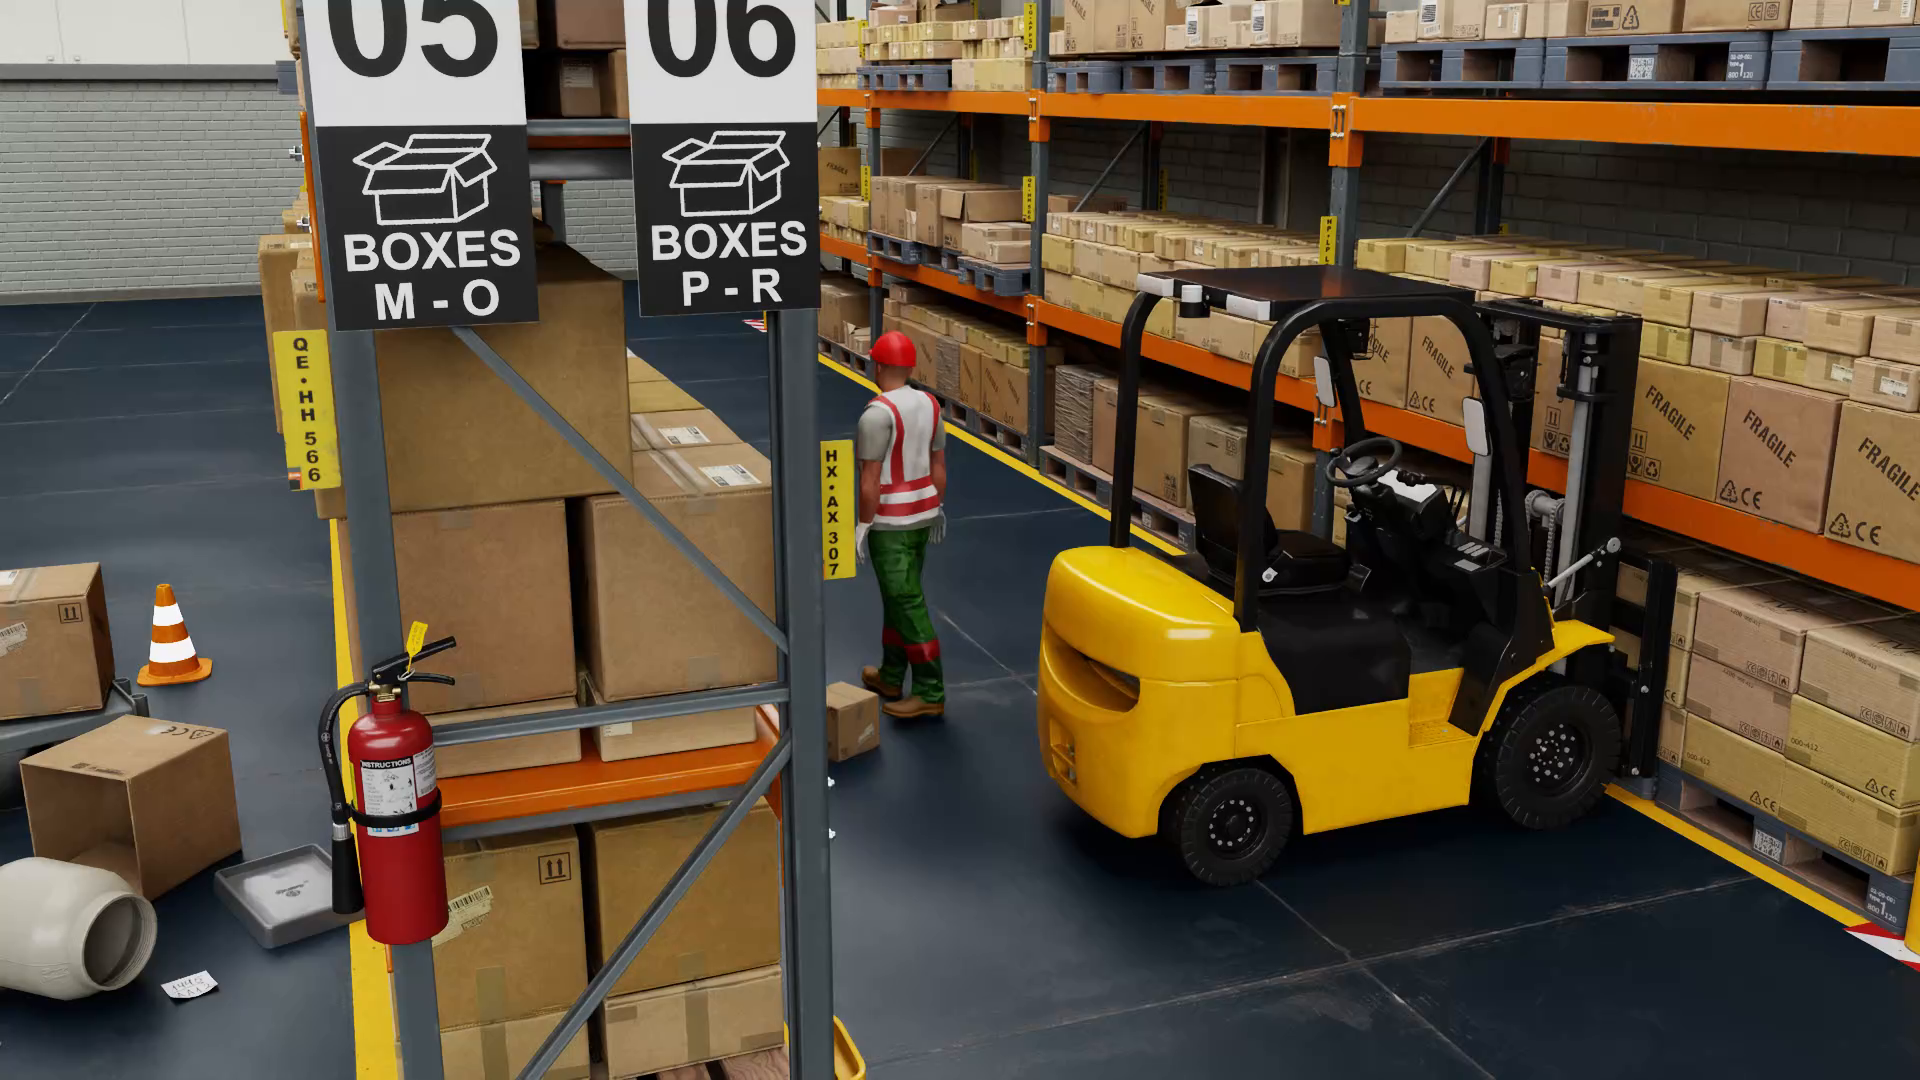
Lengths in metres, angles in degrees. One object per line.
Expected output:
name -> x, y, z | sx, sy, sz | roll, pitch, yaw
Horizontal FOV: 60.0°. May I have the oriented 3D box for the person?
person -> -0.293, -0.080, 7.782 | 0.624, 1.790, 0.608 | 9, 18, 31
